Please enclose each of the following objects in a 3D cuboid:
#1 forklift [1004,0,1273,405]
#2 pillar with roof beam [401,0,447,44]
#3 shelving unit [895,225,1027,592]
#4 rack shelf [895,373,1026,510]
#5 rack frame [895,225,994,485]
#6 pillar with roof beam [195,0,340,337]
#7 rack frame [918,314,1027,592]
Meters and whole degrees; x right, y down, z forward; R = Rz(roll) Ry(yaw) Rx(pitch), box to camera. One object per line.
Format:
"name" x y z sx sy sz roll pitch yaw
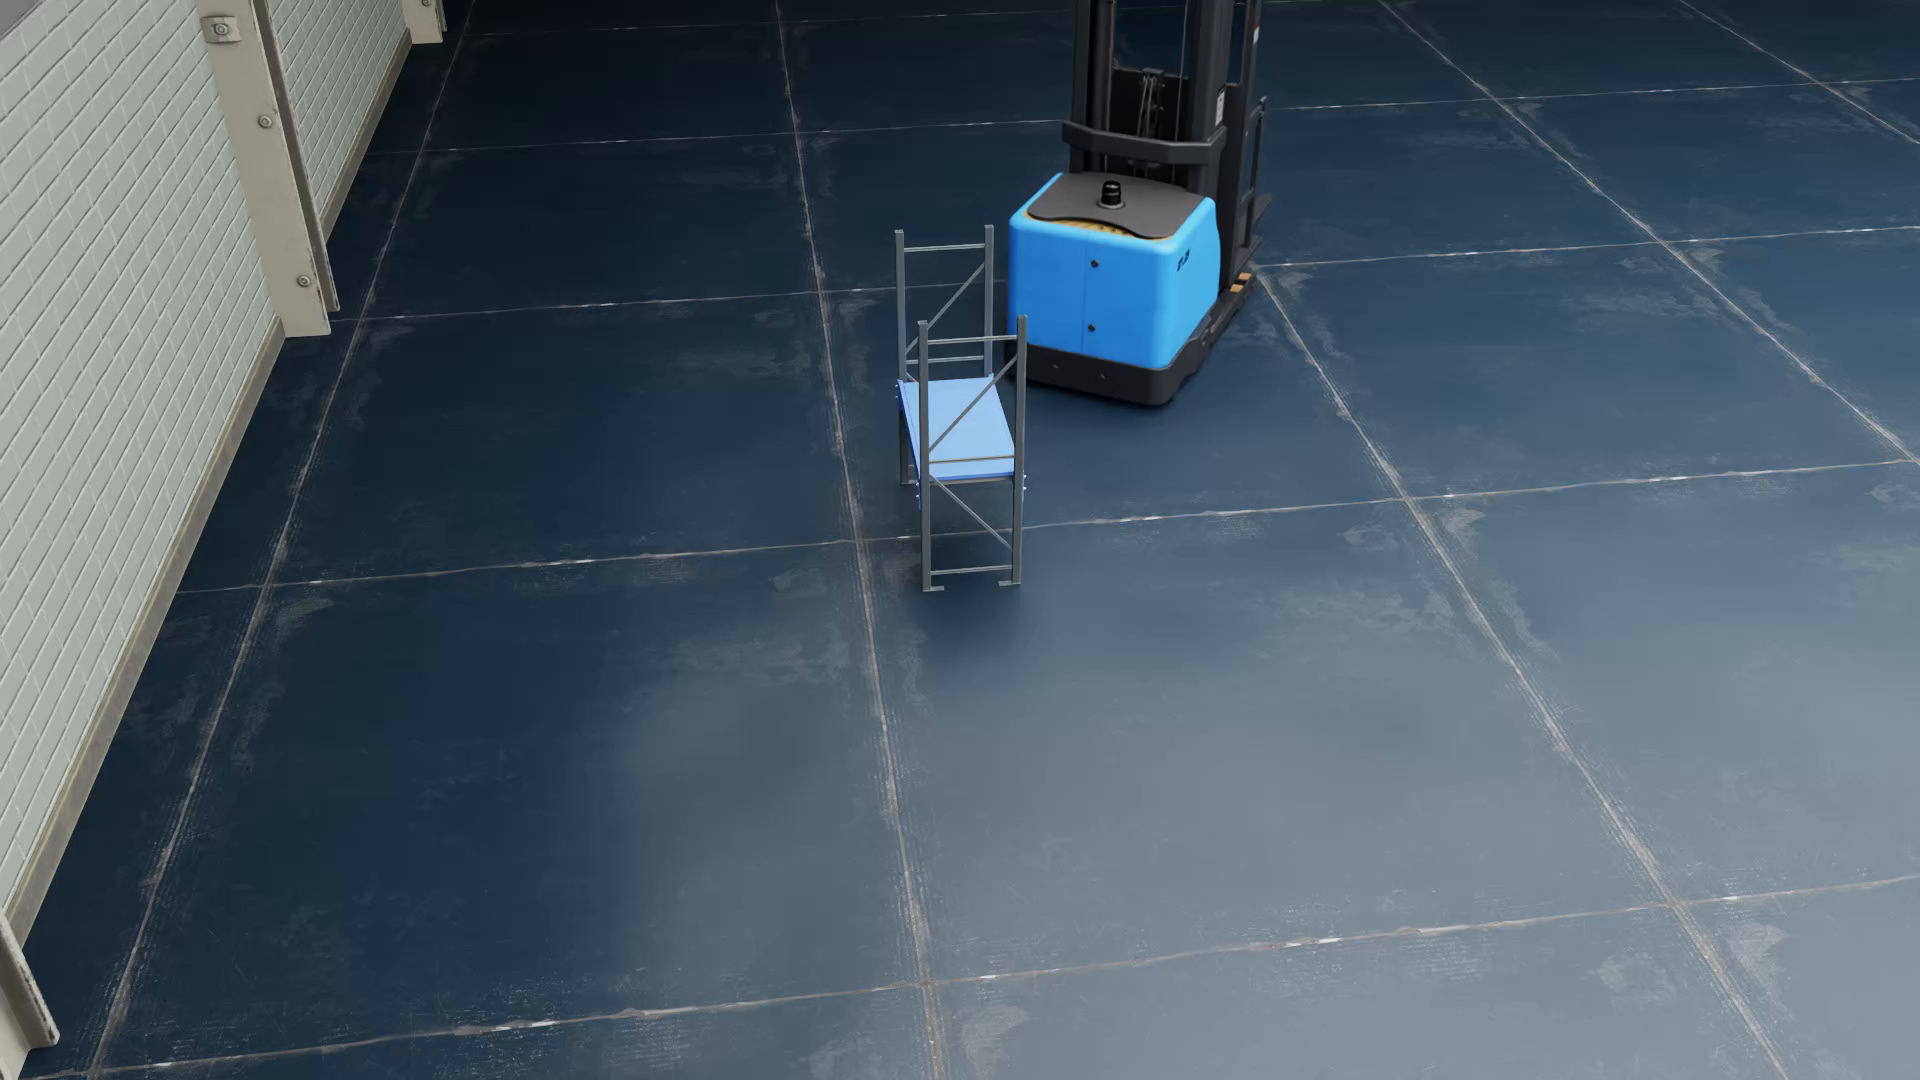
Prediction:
"forklift" 1.332 -2.822 10.288 1.130 2.935 3.031 14 37 20
"pillar with roof beam" -0.772 -8.812 13.689 9.100 9.000 0.400 -4 35 -6
"shelving unit" -0.011 -0.667 8.397 0.538 1.500 1.048 -4 35 -6
"rack shelf" -0.011 -0.519 8.499 0.538 0.185 1.000 -4 35 -6
"rack frame" -0.080 -0.951 8.814 0.500 1.500 0.032 -4 35 -6
"pillar with roof beam" 0.035 -5.463 8.776 9.100 9.000 0.400 -4 35 -6
"rack frame" 0.057 -0.384 7.981 0.500 1.500 0.032 -4 35 -6
